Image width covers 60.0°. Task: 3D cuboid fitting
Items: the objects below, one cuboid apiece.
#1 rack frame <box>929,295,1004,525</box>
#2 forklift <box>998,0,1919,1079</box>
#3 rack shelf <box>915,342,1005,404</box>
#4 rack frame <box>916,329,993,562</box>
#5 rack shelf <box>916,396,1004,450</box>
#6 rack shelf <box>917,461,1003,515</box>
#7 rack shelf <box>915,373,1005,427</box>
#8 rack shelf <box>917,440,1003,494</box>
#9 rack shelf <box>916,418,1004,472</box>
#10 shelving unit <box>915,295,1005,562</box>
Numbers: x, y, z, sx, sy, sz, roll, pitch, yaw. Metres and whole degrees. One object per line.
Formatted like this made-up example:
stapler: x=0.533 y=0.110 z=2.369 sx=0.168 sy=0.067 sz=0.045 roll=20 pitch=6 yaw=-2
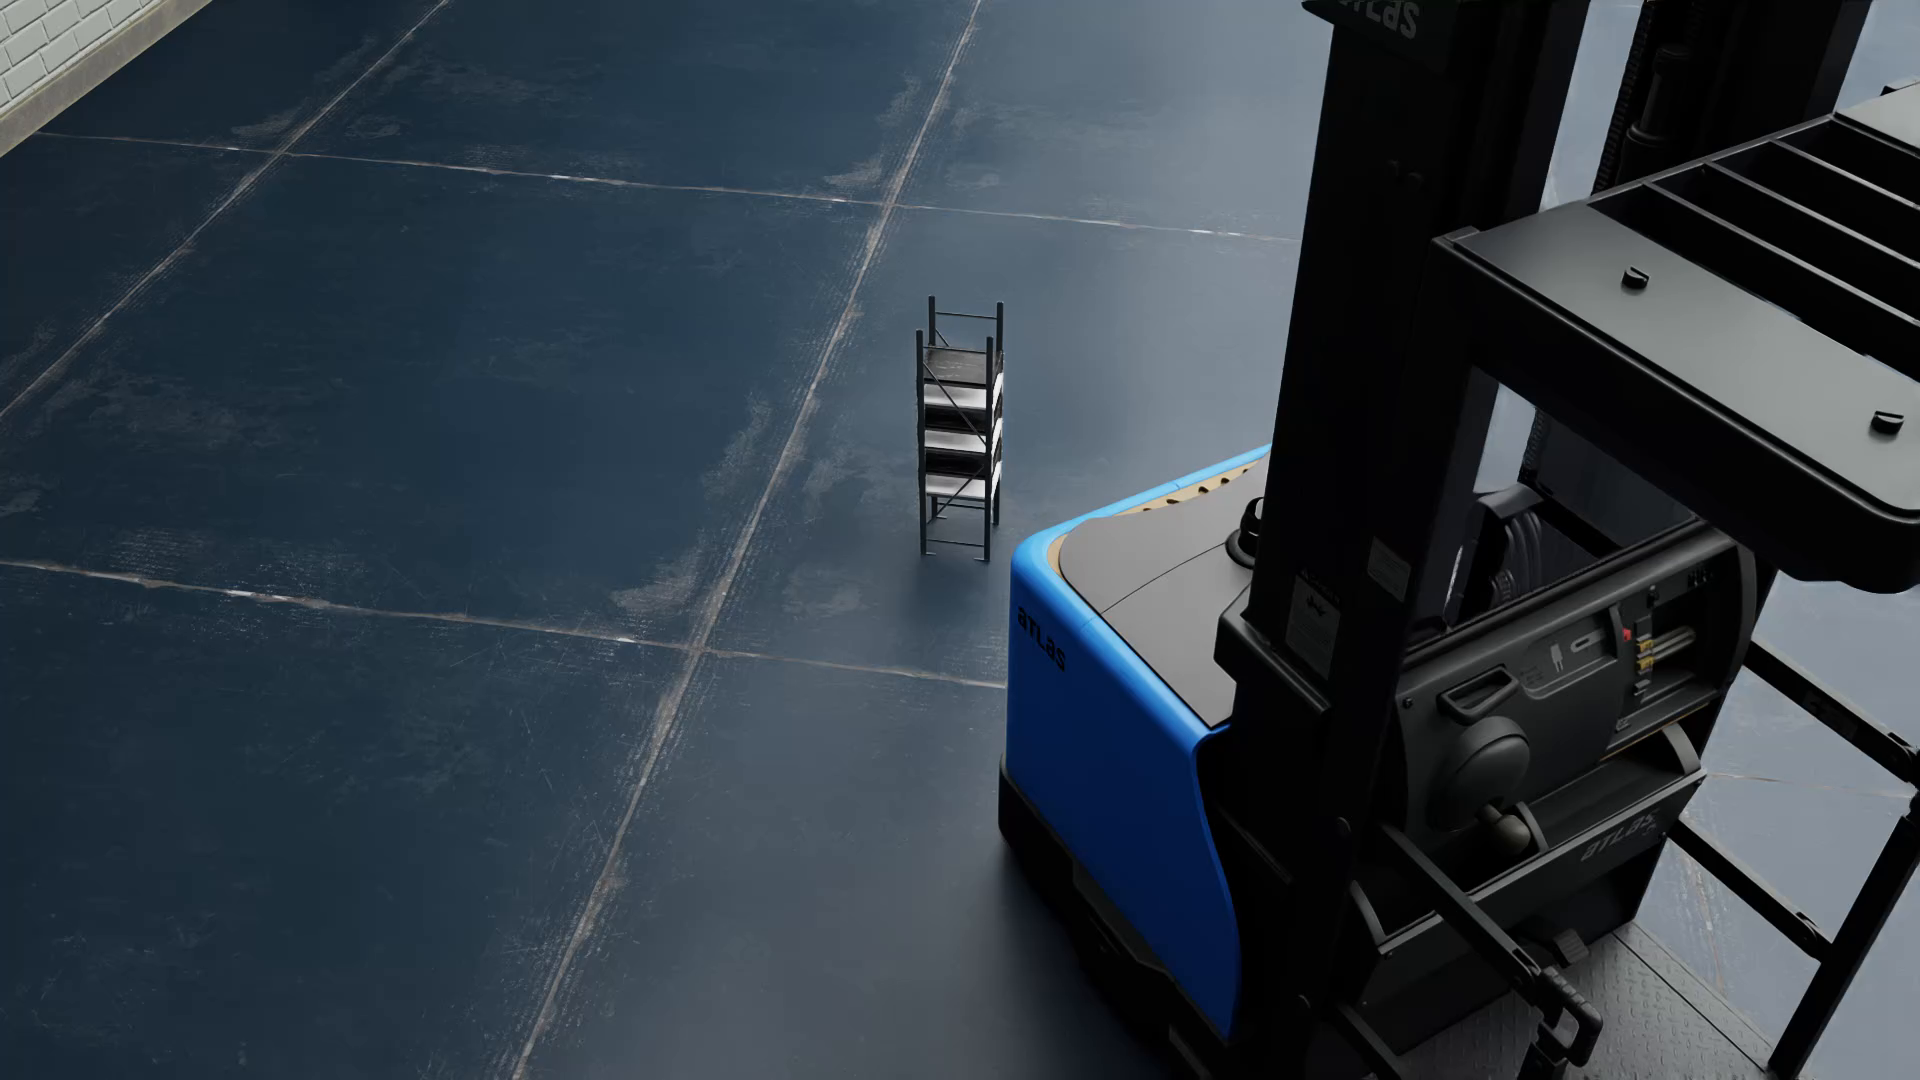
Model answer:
rack frame: x=0.019 y=-0.416 z=5.547 sx=0.240 sy=0.900 sz=0.006 roll=6 pitch=40 yaw=8
forklift: x=1.291 y=0.355 z=3.020 sx=1.130 sy=2.935 sz=3.031 roll=-21 pitch=44 yaw=-23
rack shelf: x=0.001 y=-0.534 z=5.319 sx=0.258 sy=0.077 sz=0.200 roll=6 pitch=40 yaw=8
rack frame: x=-0.016 y=-0.288 z=5.392 sx=0.240 sy=0.900 sz=0.006 roll=6 pitch=40 yaw=8
rack shelf: x=0.001 y=-0.396 z=5.433 sx=0.258 sy=0.077 sz=0.200 roll=6 pitch=40 yaw=8
rack shelf: x=0.001 y=-0.187 z=5.605 sx=0.258 sy=0.077 sz=0.200 roll=6 pitch=40 yaw=8
rack shelf: x=0.001 y=-0.465 z=5.376 sx=0.258 sy=0.077 sz=0.200 roll=6 pitch=40 yaw=8
rack shelf: x=0.001 y=-0.257 z=5.548 sx=0.258 sy=0.077 sz=0.200 roll=6 pitch=40 yaw=8
rack shelf: x=0.001 y=-0.326 z=5.491 sx=0.258 sy=0.077 sz=0.200 roll=6 pitch=40 yaw=8
shelving unit: x=0.001 y=-0.352 z=5.469 sx=0.258 sy=0.900 sz=0.210 roll=6 pitch=40 yaw=8
